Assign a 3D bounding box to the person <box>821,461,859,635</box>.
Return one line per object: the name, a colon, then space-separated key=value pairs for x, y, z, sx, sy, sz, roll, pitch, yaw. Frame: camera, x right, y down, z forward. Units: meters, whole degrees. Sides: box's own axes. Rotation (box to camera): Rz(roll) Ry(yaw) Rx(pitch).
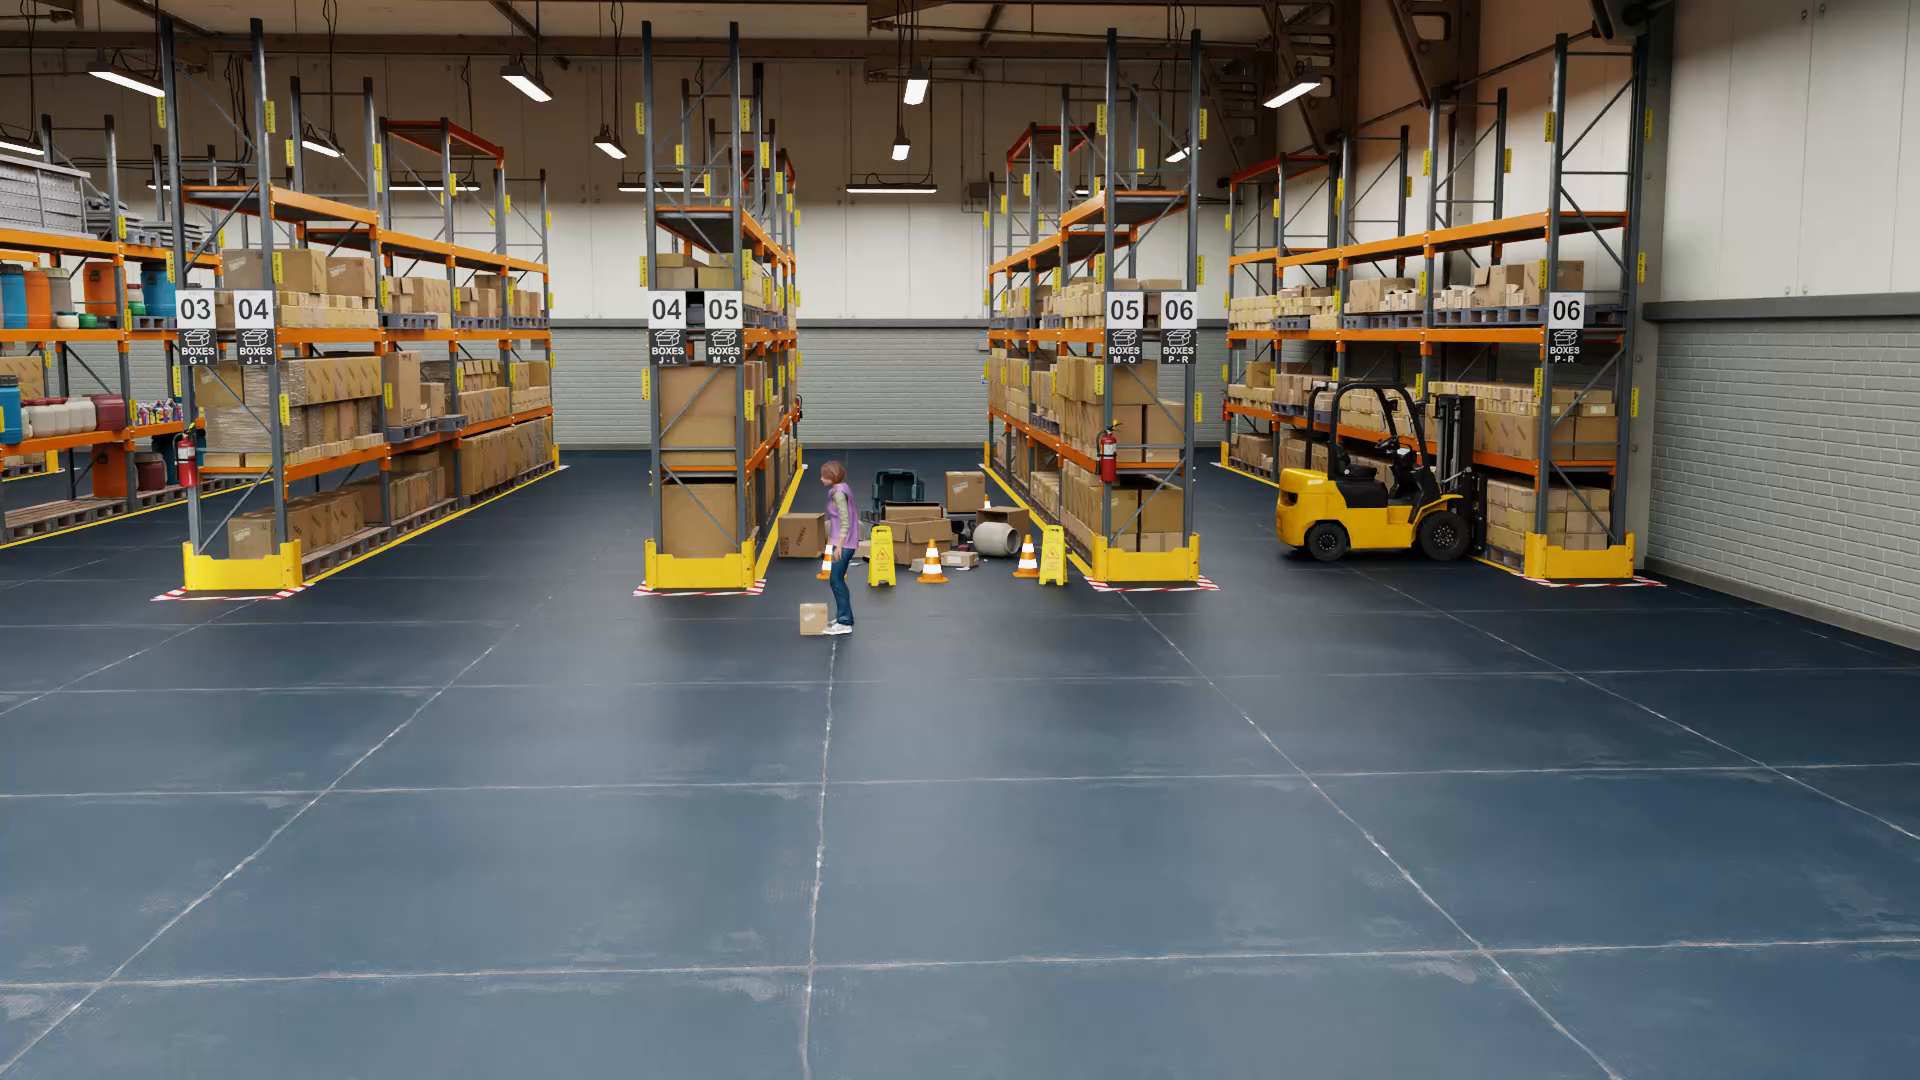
person: x=-1.106 y=0.062 z=15.305 sx=0.347 sy=1.592 sz=0.480 roll=-1 pitch=7 yaw=-7
